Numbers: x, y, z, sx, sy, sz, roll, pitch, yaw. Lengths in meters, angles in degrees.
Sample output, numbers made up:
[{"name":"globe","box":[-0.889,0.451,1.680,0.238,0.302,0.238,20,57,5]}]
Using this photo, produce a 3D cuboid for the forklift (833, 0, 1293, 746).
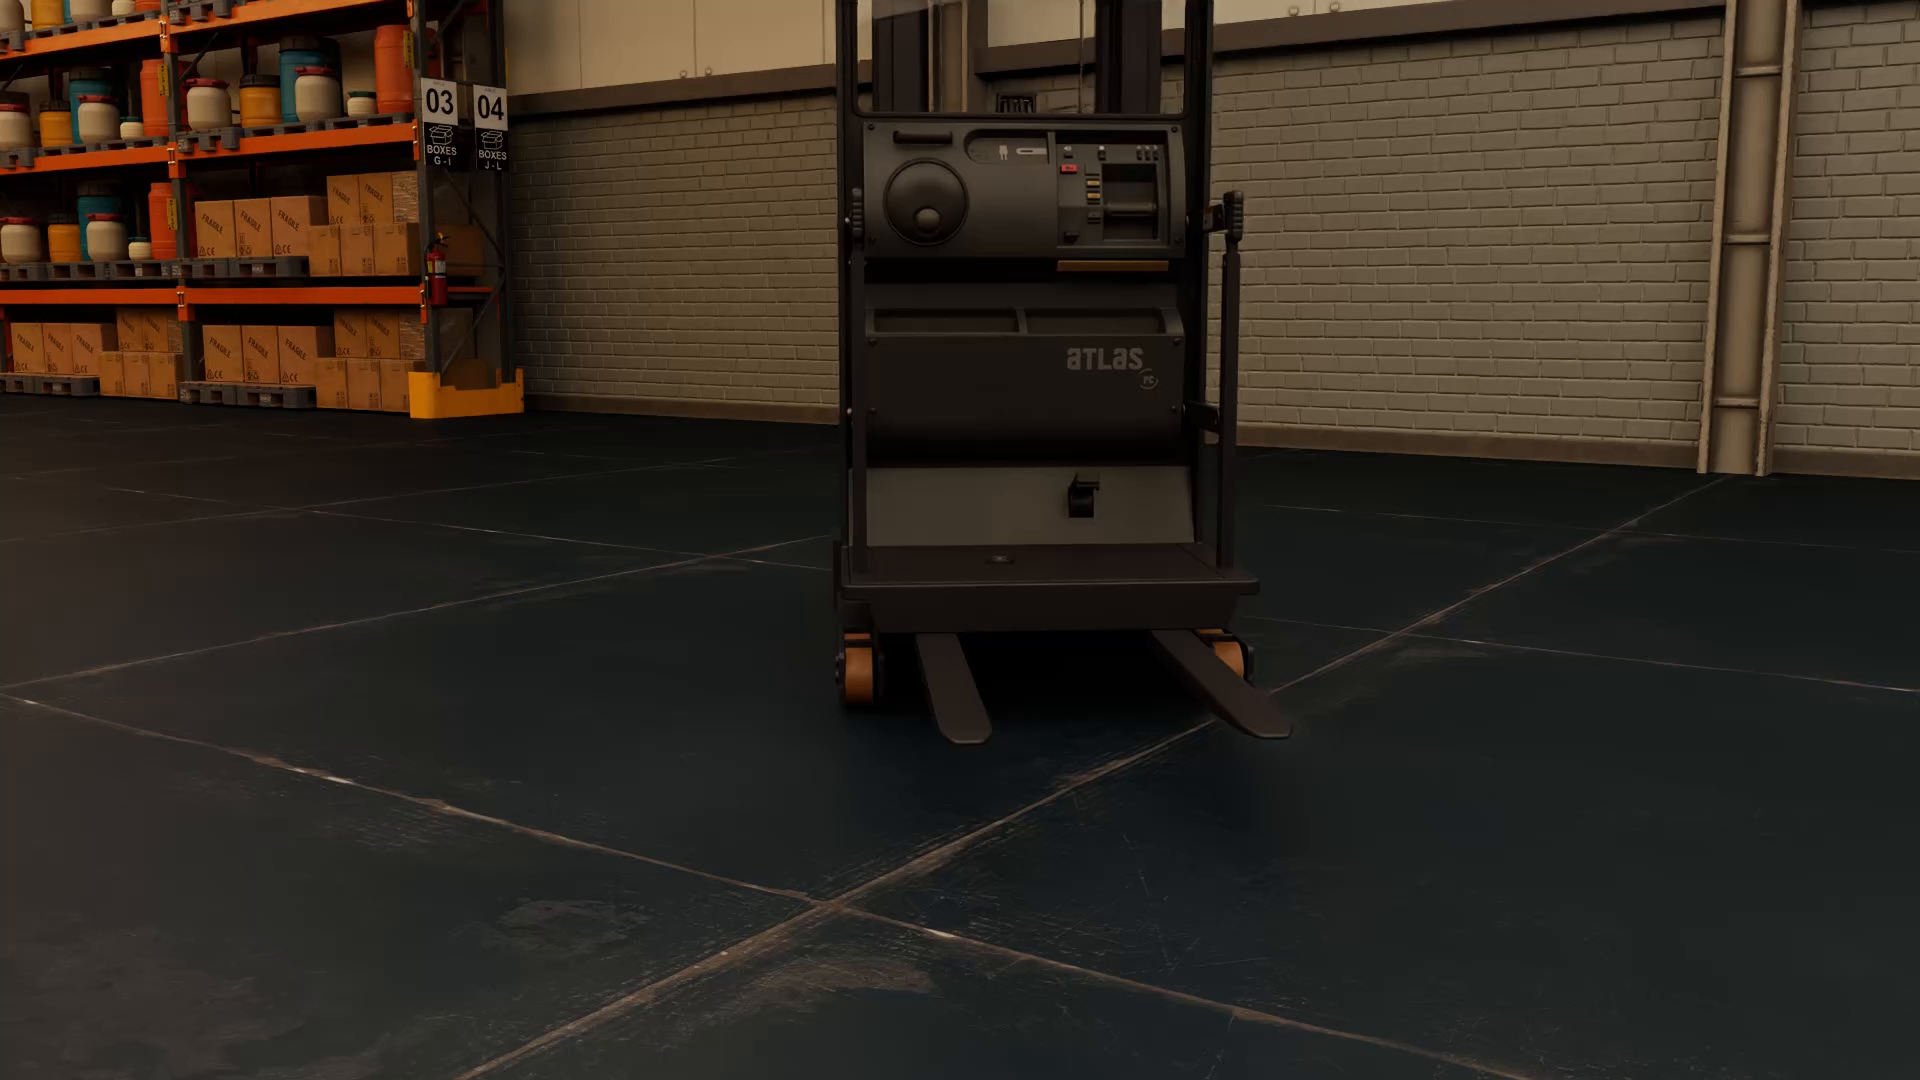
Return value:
[{"name":"forklift","box":[0.204,-1.051,4.586,1.130,2.935,3.031,-1,8,-4]}]
